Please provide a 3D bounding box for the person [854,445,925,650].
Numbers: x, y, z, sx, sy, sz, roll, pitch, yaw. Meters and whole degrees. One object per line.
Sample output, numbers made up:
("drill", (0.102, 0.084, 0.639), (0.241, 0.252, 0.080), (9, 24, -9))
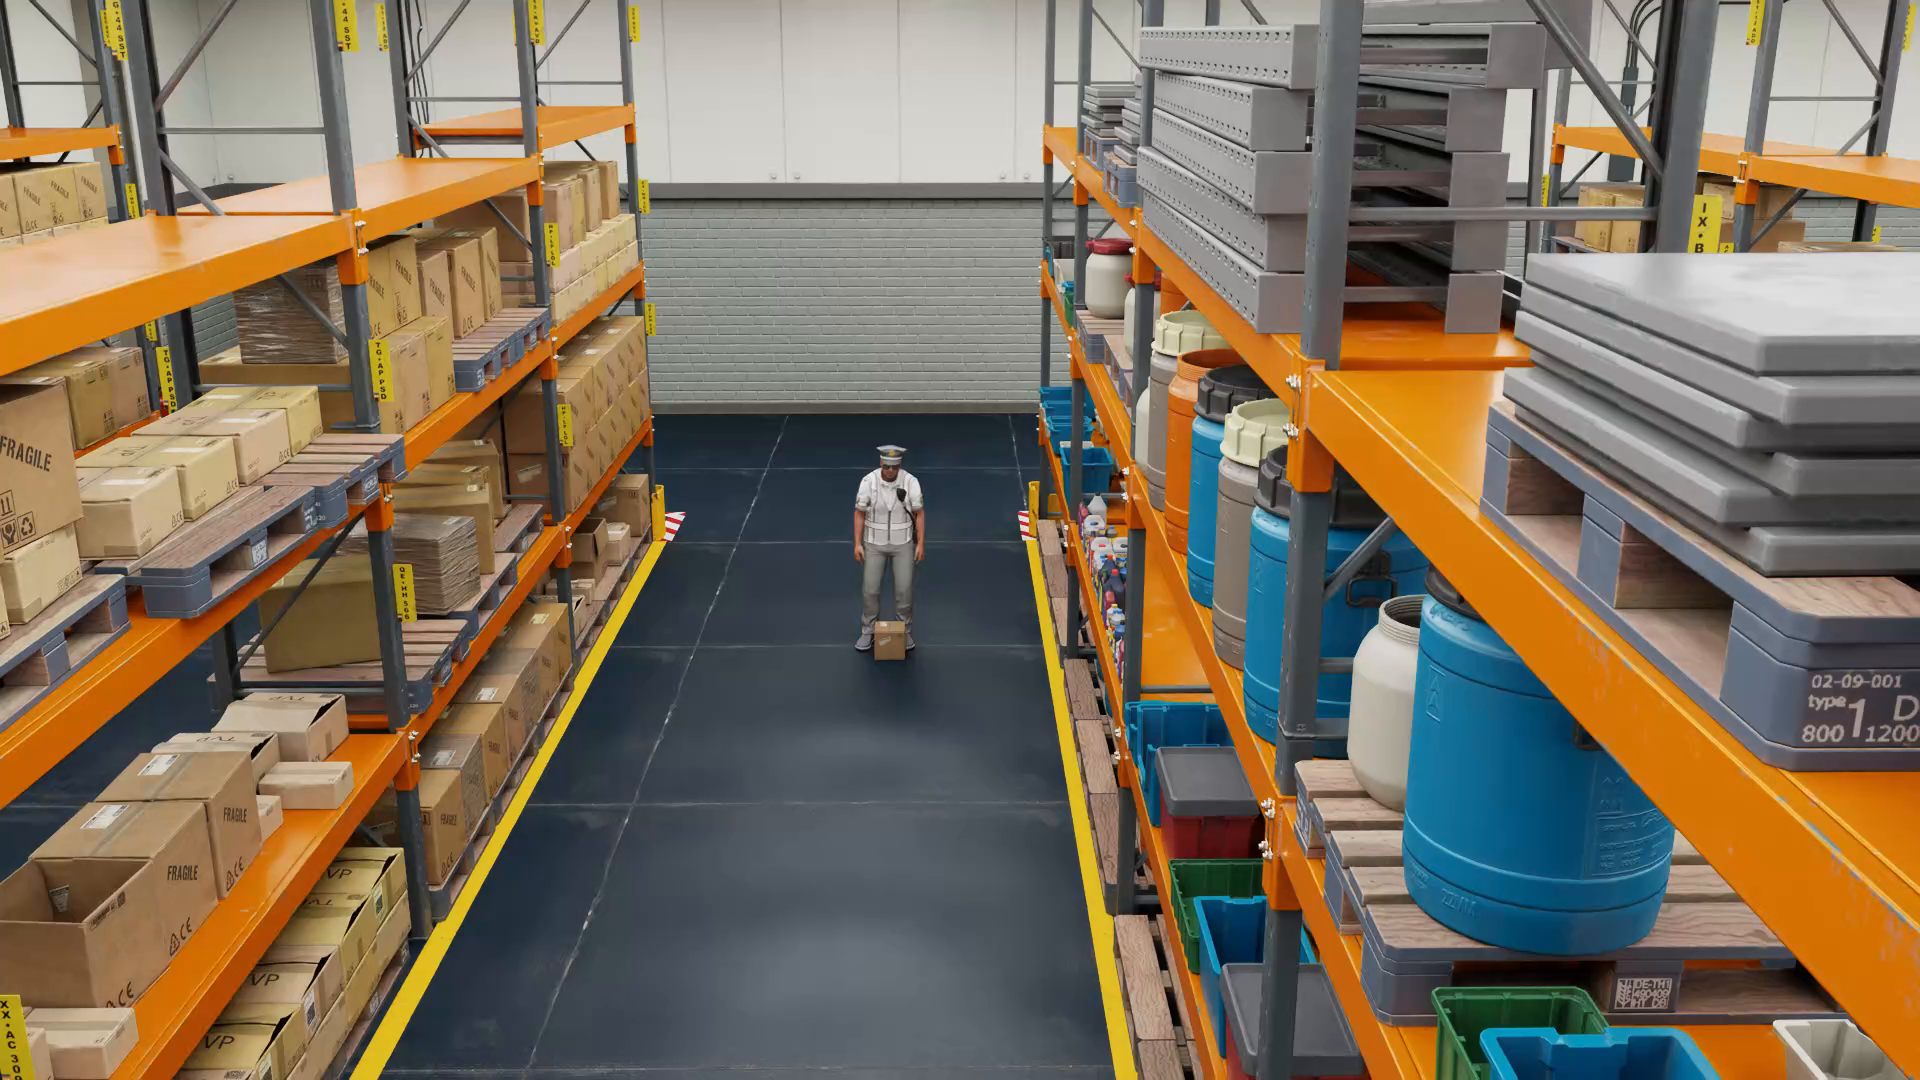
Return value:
("person", (-0.590, 0.040, 13.900), (0.594, 1.748, 0.434), (-1, 17, -2))
